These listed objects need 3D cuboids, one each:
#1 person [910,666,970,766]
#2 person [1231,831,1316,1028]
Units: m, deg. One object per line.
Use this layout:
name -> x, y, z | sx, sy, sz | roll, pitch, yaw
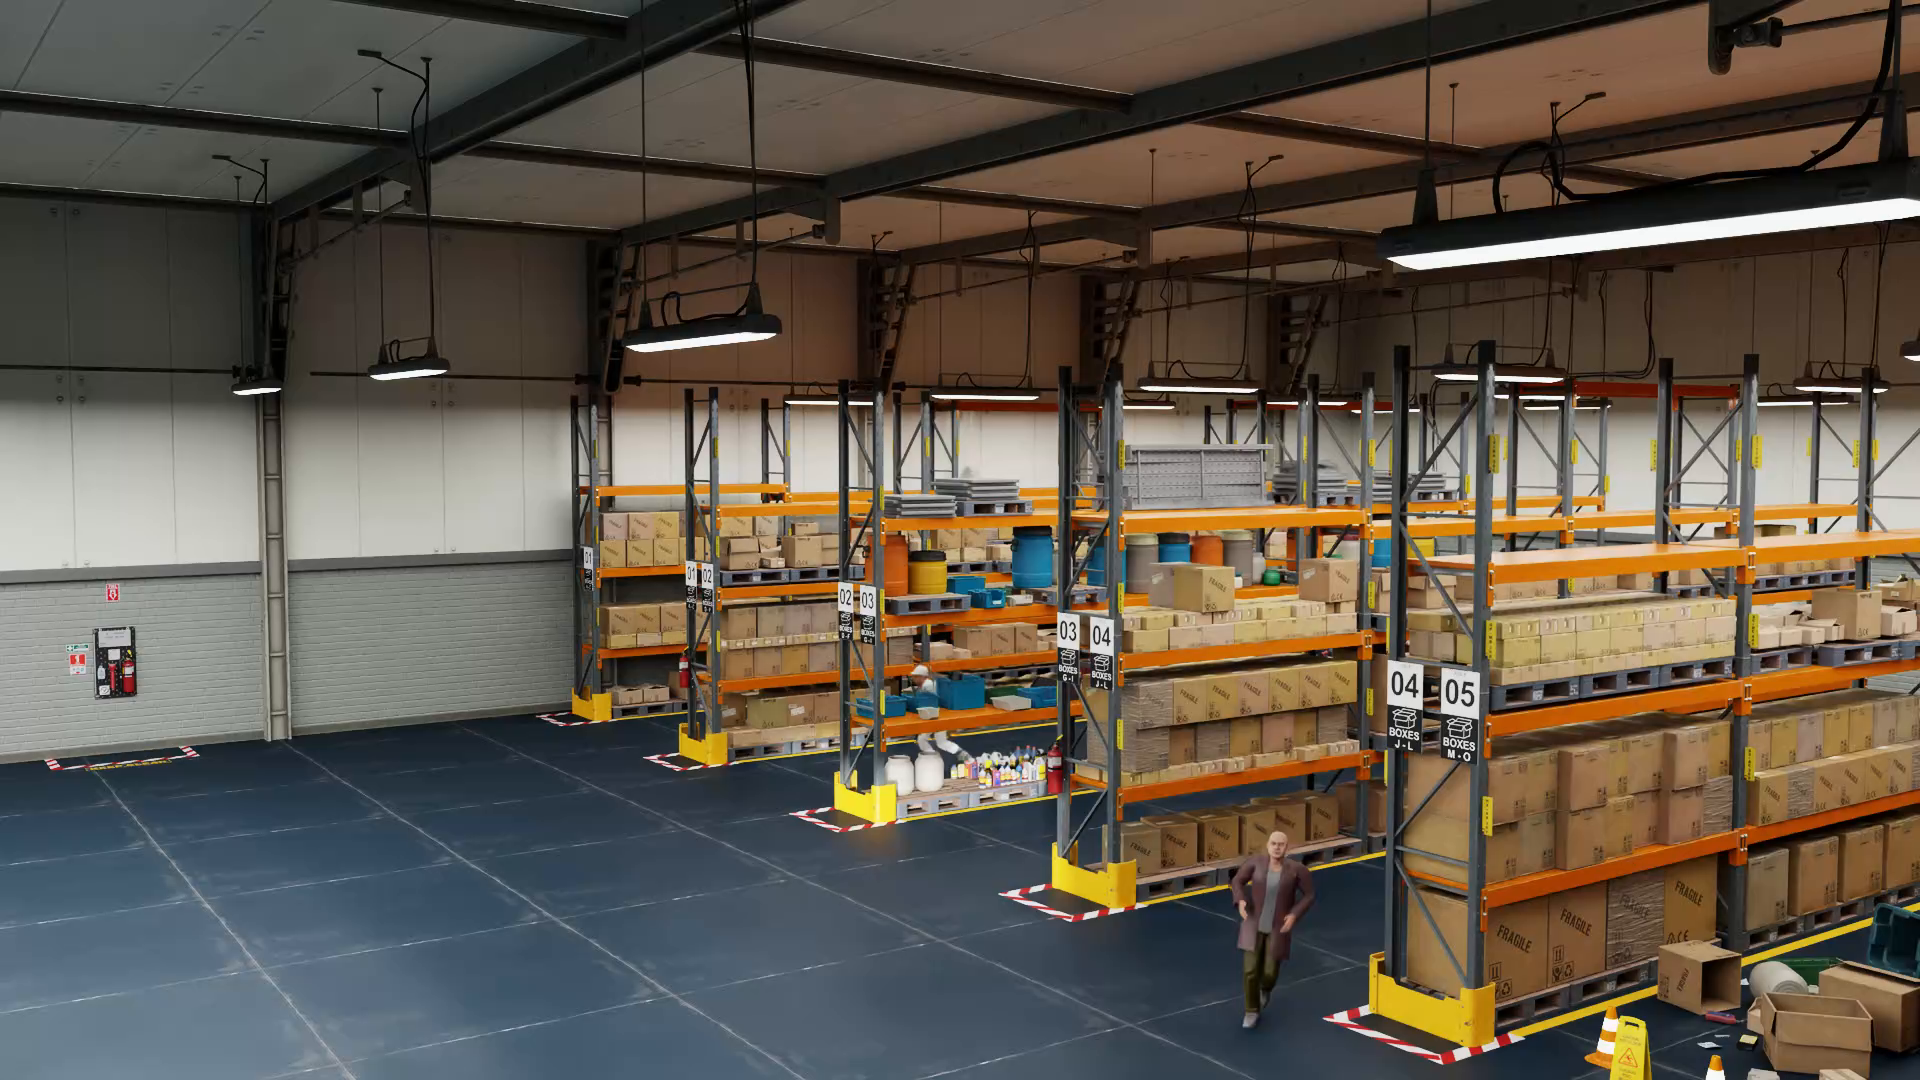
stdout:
person -> -0.301, 2.795, 25.763 | 0.974, 1.736, 0.623 | -1, 4, -17
person -> 2.765, 3.423, 14.752 | 0.744, 1.721, 0.694 | 1, 4, 20
